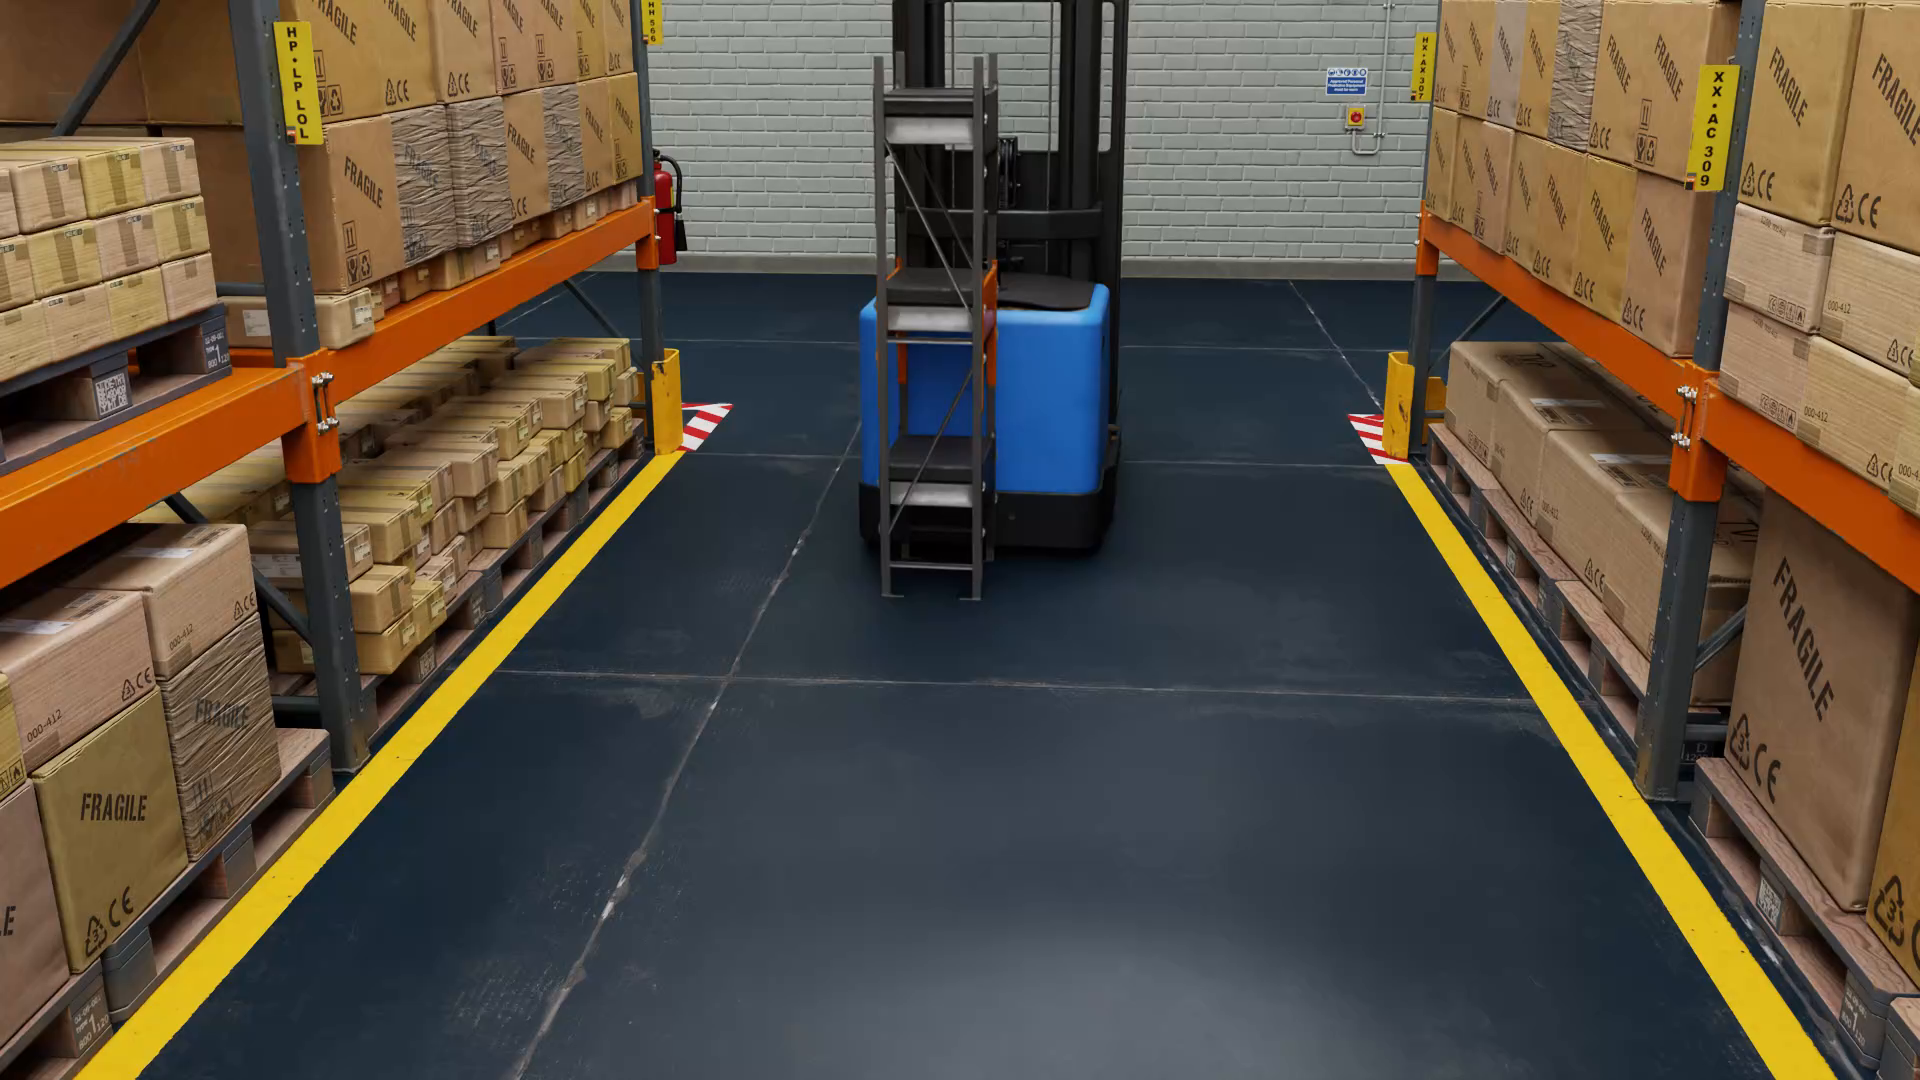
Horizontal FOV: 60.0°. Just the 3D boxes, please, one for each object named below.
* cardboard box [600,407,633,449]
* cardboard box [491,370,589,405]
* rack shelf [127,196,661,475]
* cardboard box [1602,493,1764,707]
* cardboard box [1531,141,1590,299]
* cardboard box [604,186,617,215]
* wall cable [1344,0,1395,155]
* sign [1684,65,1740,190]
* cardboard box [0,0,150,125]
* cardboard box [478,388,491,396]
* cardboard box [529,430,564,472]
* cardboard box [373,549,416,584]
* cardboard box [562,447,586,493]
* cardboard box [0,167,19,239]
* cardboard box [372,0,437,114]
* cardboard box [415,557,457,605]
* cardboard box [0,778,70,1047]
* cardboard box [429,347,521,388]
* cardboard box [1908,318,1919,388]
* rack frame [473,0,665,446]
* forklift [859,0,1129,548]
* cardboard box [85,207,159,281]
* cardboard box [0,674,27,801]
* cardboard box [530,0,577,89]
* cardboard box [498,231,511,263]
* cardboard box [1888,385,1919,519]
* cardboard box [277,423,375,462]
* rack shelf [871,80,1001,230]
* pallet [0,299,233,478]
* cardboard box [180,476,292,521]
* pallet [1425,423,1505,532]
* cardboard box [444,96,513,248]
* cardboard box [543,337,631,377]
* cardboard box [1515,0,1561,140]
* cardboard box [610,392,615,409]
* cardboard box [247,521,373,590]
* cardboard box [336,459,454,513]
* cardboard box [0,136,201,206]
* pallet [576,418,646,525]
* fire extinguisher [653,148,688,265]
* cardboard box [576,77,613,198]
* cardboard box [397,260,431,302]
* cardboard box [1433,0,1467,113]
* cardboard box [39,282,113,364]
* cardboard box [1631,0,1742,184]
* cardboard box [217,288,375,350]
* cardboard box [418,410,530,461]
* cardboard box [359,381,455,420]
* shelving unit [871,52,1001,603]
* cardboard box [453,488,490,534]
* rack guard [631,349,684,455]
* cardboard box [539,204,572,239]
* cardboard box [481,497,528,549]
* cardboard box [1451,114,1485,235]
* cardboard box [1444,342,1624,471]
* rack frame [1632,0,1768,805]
[{"bbox_3d":[-1.839,-0.557,8.210,0.380,0.149,0.250,2,18,6],"label":"cardboard box"},{"bbox_3d":[-1.926,-0.681,7.633,0.380,0.149,0.250,1,18,2],"label":"cardboard box"},{"bbox_3d":[-2.235,-1.000,6.812,1.077,0.370,4.000,1,18,4],"label":"rack shelf"},{"bbox_3d":[2.718,0.184,5.484,0.875,0.438,0.875,1,18,3],"label":"cardboard box"},{"bbox_3d":[2.397,-1.155,5.970,0.500,0.500,0.500,1,18,3],"label":"cardboard box"},{"bbox_3d":[-1.888,-1.659,8.073,0.380,0.149,0.250,1,18,4],"label":"cardboard box"},{"bbox_3d":[3.234,-4.133,13.537,0.585,1.953,0.123,1,18,4],"label":"wall cable"},{"bbox_3d":[2.012,-1.102,4.452,0.100,0.325,0.005,1,18,4],"label":"sign"},{"bbox_3d":[-2.615,-1.536,5.050,0.500,0.500,0.500,1,18,2],"label":"cardboard box"},{"bbox_3d":[-2.391,-0.630,7.955,0.380,0.149,0.250,2,18,5],"label":"cardboard box"},{"bbox_3d":[-1.942,-0.377,7.182,0.380,0.149,0.250,2,18,7],"label":"cardboard box"},{"bbox_3d":[-2.105,0.107,5.704,0.380,0.149,0.250,1,18,4],"label":"cardboard box"},{"bbox_3d":[-1.904,-0.319,7.485,0.380,0.149,0.250,0,18,1],"label":"cardboard box"},{"bbox_3d":[-2.270,-0.709,3.543,0.380,0.149,0.250,1,18,4],"label":"cardboard box"},{"bbox_3d":[-2.081,-1.680,5.490,0.500,0.500,0.500,1,18,2],"label":"cardboard box"},{"bbox_3d":[-2.047,0.168,5.997,0.380,0.149,0.250,1,18,4],"label":"cardboard box"},{"bbox_3d":[-2.258,0.822,3.437,0.500,0.500,0.500,1,18,3],"label":"cardboard box"},{"bbox_3d":[-2.368,-0.847,8.138,0.380,0.149,0.250,2,18,5],"label":"cardboard box"},{"bbox_3d":[2.181,-0.358,3.138,0.500,0.250,0.500,2,18,5],"label":"cardboard box"},{"bbox_3d":[-2.092,-1.963,8.595,1.000,3.000,0.127,1,18,4],"label":"rack frame"},{"bbox_3d":[0.262,-1.773,8.125,1.130,2.935,3.031,2,18,7],"label":"forklift"},{"bbox_3d":[-2.228,-0.732,4.091,0.380,0.149,0.250,1,18,4],"label":"cardboard box"},{"bbox_3d":[-2.254,0.472,3.300,0.500,0.250,0.500,0,18,1],"label":"cardboard box"},{"bbox_3d":[-1.941,-2.160,6.953,0.500,0.500,0.500,2,18,7],"label":"cardboard box"},{"bbox_3d":[-2.013,-1.176,6.598,0.380,0.149,0.250,2,18,6],"label":"cardboard box"},{"bbox_3d":[2.183,-0.120,3.212,0.500,0.250,0.500,1,18,3],"label":"cardboard box"},{"bbox_3d":[-2.592,-0.371,6.686,0.380,0.149,0.250,1,18,2],"label":"cardboard box"},{"bbox_3d":[-0.084,-1.485,6.378,0.431,0.518,0.480,2,18,7],"label":"rack shelf"},{"bbox_3d":[-2.578,-0.395,4.119,1.003,0.211,1.213,1,18,4],"label":"pallet"},{"bbox_3d":[-2.623,-0.122,5.926,0.380,0.149,0.250,1,18,3],"label":"cardboard box"},{"bbox_3d":[2.874,-0.308,8.025,1.003,0.211,1.213,1,18,4],"label":"pallet"},{"bbox_3d":[-1.991,-1.367,6.139,0.500,0.500,0.500,1,18,3],"label":"cardboard box"},{"bbox_3d":[-1.877,-0.920,8.362,0.380,0.149,0.250,1,18,5],"label":"cardboard box"},{"bbox_3d":[2.440,-1.788,6.296,0.500,0.500,0.500,1,18,4],"label":"cardboard box"},{"bbox_3d":[-1.917,-0.699,8.164,0.380,0.149,0.250,1,18,3],"label":"cardboard box"},{"bbox_3d":[-2.147,0.050,5.402,0.380,0.149,0.250,2,18,6],"label":"cardboard box"},{"bbox_3d":[-2.103,-0.196,6.151,0.380,0.149,0.250,1,18,2],"label":"cardboard box"},{"bbox_3d":[-2.213,-0.954,4.291,0.380,0.149,0.250,2,18,6],"label":"cardboard box"},{"bbox_3d":[-2.191,-0.362,8.190,1.003,0.211,1.213,1,18,4],"label":"pallet"},{"bbox_3d":[-1.613,-1.817,8.873,0.296,0.674,0.183,1,18,4],"label":"fire extinguisher"},{"bbox_3d":[-1.909,-1.846,7.602,0.500,0.500,0.500,1,18,3],"label":"cardboard box"},{"bbox_3d":[-2.095,-0.932,5.853,0.380,0.149,0.250,0,18,1],"label":"cardboard box"},{"bbox_3d":[2.534,-2.263,7.747,0.500,0.500,0.500,1,18,3],"label":"cardboard box"},{"bbox_3d":[-2.247,-0.515,3.906,0.380,0.149,0.250,1,18,4],"label":"cardboard box"},{"bbox_3d":[2.324,-1.317,4.857,0.500,0.500,0.500,1,18,3],"label":"cardboard box"},{"bbox_3d":[-2.032,-0.682,5.089,0.380,0.149,0.250,2,18,6],"label":"cardboard box"},{"bbox_3d":[-2.010,-0.435,6.882,0.380,0.149,0.250,1,18,4],"label":"cardboard box"},{"bbox_3d":[-2.478,-0.607,7.405,0.380,0.149,0.250,2,18,6],"label":"cardboard box"},{"bbox_3d":[-0.084,-0.833,6.592,0.431,2.100,0.503,2,18,7],"label":"shelving unit"},{"bbox_3d":[-2.058,-0.138,6.452,0.380,0.149,0.250,2,18,6],"label":"cardboard box"},{"bbox_3d":[-2.097,-0.751,8.913,1.175,0.500,0.348,1,18,4],"label":"rack guard"},{"bbox_3d":[-1.935,-1.420,7.343,0.380,0.149,0.250,0,18,1],"label":"cardboard box"},{"bbox_3d":[-1.979,-0.075,6.738,0.380,0.149,0.250,1,18,2],"label":"cardboard box"},{"bbox_3d":[2.524,-1.631,7.422,0.500,0.500,0.500,1,18,3],"label":"cardboard box"},{"bbox_3d":[2.905,-0.658,8.055,0.875,0.438,0.875,1,18,2],"label":"cardboard box"},{"bbox_3d":[2.566,-0.641,4.563,1.000,3.000,0.127,1,18,4],"label":"rack frame"}]
